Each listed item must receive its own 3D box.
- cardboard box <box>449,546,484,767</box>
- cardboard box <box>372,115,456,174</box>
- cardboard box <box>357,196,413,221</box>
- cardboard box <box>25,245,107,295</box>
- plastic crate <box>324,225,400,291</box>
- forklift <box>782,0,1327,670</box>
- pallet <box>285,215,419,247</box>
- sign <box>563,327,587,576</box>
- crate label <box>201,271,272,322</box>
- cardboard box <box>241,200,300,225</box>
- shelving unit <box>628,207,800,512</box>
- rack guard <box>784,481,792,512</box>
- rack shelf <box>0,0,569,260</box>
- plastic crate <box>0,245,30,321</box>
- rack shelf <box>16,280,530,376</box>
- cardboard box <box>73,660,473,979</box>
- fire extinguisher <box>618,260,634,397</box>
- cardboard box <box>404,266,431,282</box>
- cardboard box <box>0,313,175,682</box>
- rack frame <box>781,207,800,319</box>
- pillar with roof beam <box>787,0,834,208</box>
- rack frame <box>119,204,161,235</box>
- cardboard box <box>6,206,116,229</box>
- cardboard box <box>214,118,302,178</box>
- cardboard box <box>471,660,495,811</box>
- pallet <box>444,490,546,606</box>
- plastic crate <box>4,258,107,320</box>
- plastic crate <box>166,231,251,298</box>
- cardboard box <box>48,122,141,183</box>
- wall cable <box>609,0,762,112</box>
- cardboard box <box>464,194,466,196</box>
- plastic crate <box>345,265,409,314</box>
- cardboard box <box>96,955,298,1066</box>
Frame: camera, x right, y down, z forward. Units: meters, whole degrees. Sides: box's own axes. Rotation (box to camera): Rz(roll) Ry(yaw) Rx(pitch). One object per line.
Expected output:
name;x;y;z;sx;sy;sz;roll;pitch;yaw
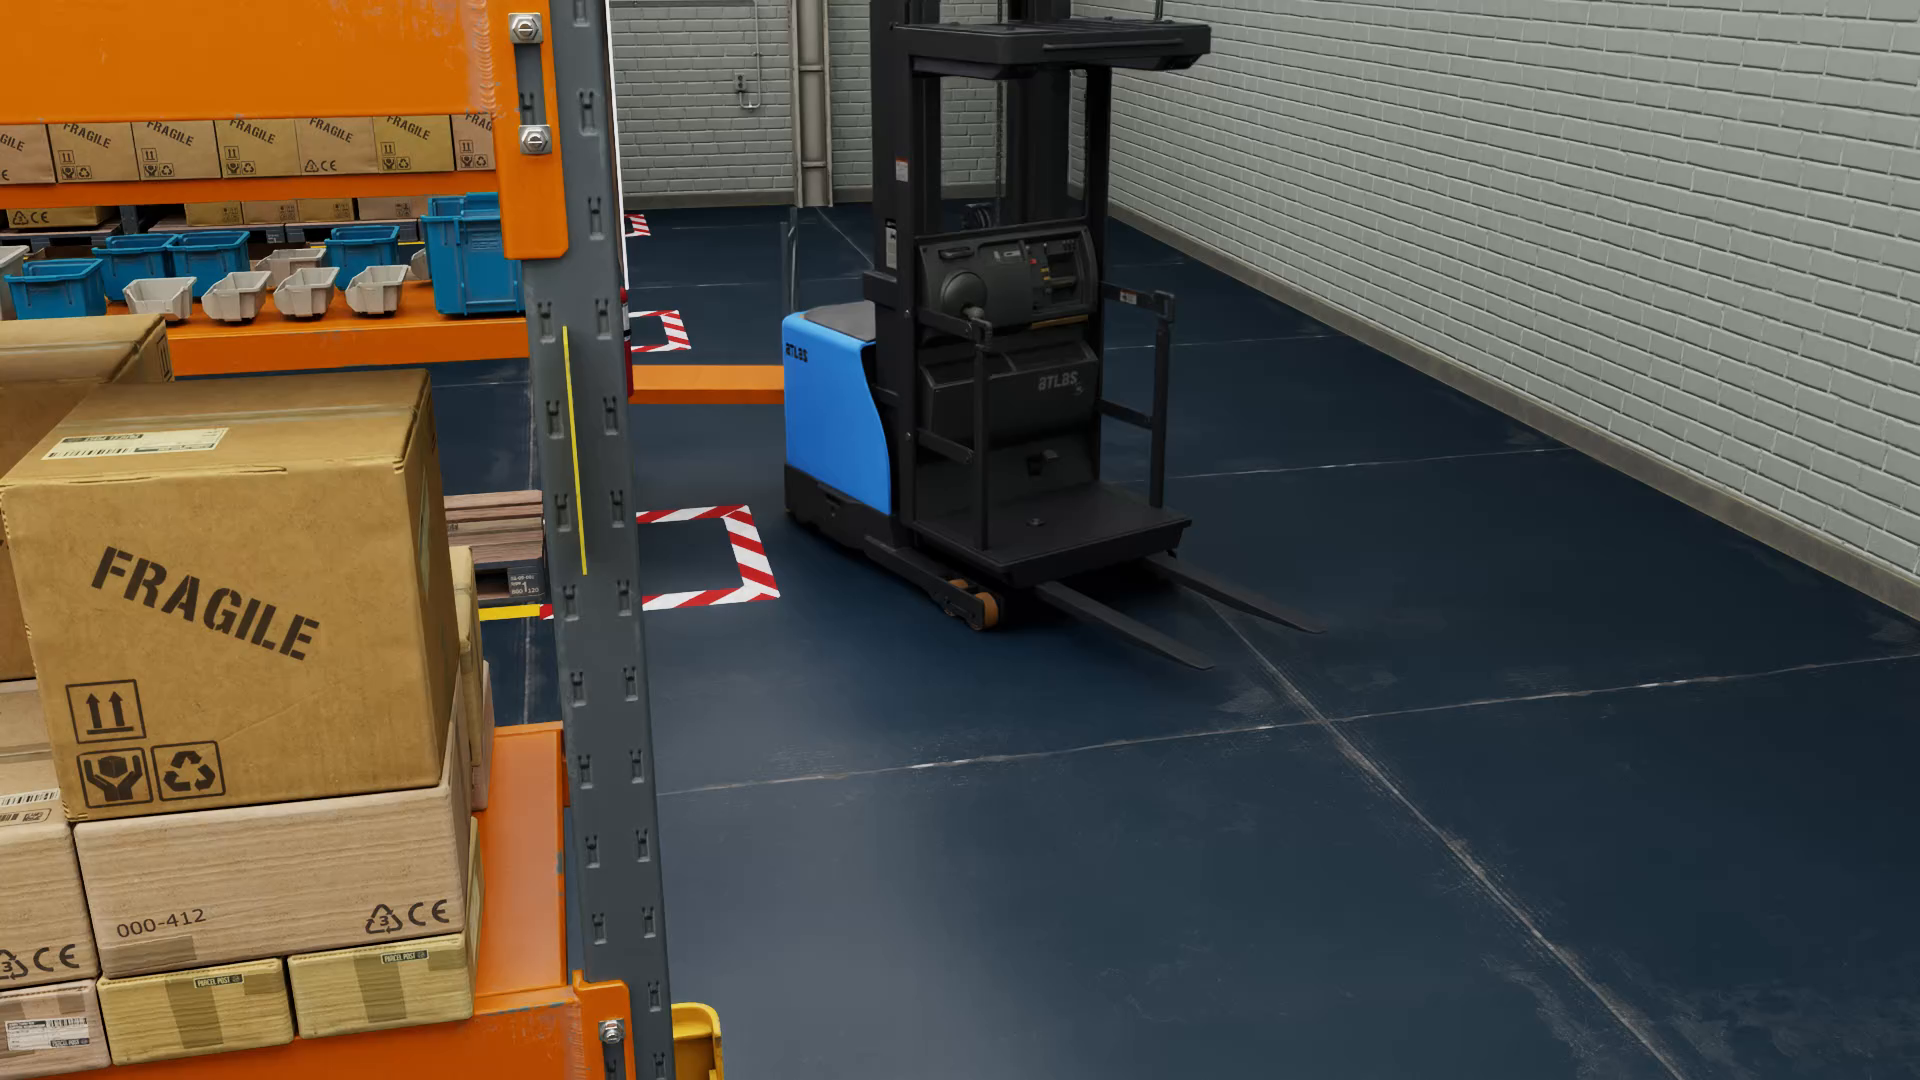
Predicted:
cardboard box;-1.162;0.231;3.109;0.500;0.250;0.500;-5;21;-14
cardboard box;-3.786;-2.842;11.566;0.500;0.500;0.500;-4;21;-12
cardboard box;-5.687;-3.477;16.468;0.500;0.500;0.700;-5;21;-14
cardboard box;-6.312;-1.820;11.917;0.500;0.500;0.500;-5;21;-12
plastic crate;-2.729;-1.294;7.641;0.300;0.233;0.416;-5;21;-12
forklift;0.347;-1.170;7.246;1.130;2.935;3.031;-13;24;-32
pallet;-5.998;-3.127;16.545;1.213;0.211;1.003;-5;21;-12
sign;-0.522;-0.120;2.253;0.005;0.325;0.100;-5;21;-12
crate label;-3.075;-1.036;7.079;0.243;0.136;0.396;-5;21;-12
cardboard box;-6.704;-3.392;16.237;0.500;0.500;0.700;-5;21;-13
shelving unit;-1.372;-0.955;8.741;1.083;1.500;0.587;0;20;0
rack guard;-0.874;-0.367;8.952;0.087;0.250;0.587;0;20;0
rack shelf;-2.579;-0.560;2.167;4.000;0.370;1.077;-5;21;-12
plastic crate;-4.137;-1.021;6.825;0.530;0.282;0.437;-5;21;-12
rack shelf;-3.719;-0.809;7.209;4.000;0.370;1.077;-5;21;-12
cardboard box;-1.044;0.410;2.619;0.500;0.250;0.500;-5;21;-13
fire extinguisher;-1.521;-0.954;7.212;0.183;0.674;0.296;-5;21;-12
cardboard box;-3.990;-1.892;12.475;0.500;0.250;0.500;-5;21;-12
cardboard box;-1.649;-0.082;2.872;0.500;0.500;0.500;-5;21;-14
rack frame;-0.872;-0.954;8.738;0.032;1.500;0.500;0;20;0
pillar with roof beam;-0.633;-6.501;12.978;0.400;9.000;9.100;-5;21;-12
rack frame;-7.945;-4.305;15.706;0.127;3.000;1.000;-5;21;-12
cardboard box;-8.548;-3.398;15.744;0.750;0.750;0.750;-4;21;-12
cardboard box;-4.763;-2.764;11.355;0.500;0.500;0.500;-5;21;-13
cardboard box;-1.054;0.388;3.259;0.250;0.149;0.380;-4;21;-12
pallet;-2.584;0.056;7.854;1.213;0.211;1.003;-5;21;-12
plastic crate;-3.712;-1.007;6.858;0.300;0.233;0.416;-5;21;-12
plastic crate;-3.370;-1.241;7.499;0.300;0.233;0.416;-5;21;-12
cardboard box;-5.745;-2.685;11.138;0.500;0.500;0.500;-4;21;-12
wall cable;-3.024;-5.517;17.537;1.851;1.984;0.084;-5;21;-12
cardboard box;-4.711;-3.556;16.685;0.500;0.500;0.700;-5;21;-12
plastic crate;-2.525;-1.085;7.211;0.243;0.136;0.396;-5;21;-12
cardboard box;-1.156;0.630;2.599;0.250;0.149;0.380;-4;21;-12
